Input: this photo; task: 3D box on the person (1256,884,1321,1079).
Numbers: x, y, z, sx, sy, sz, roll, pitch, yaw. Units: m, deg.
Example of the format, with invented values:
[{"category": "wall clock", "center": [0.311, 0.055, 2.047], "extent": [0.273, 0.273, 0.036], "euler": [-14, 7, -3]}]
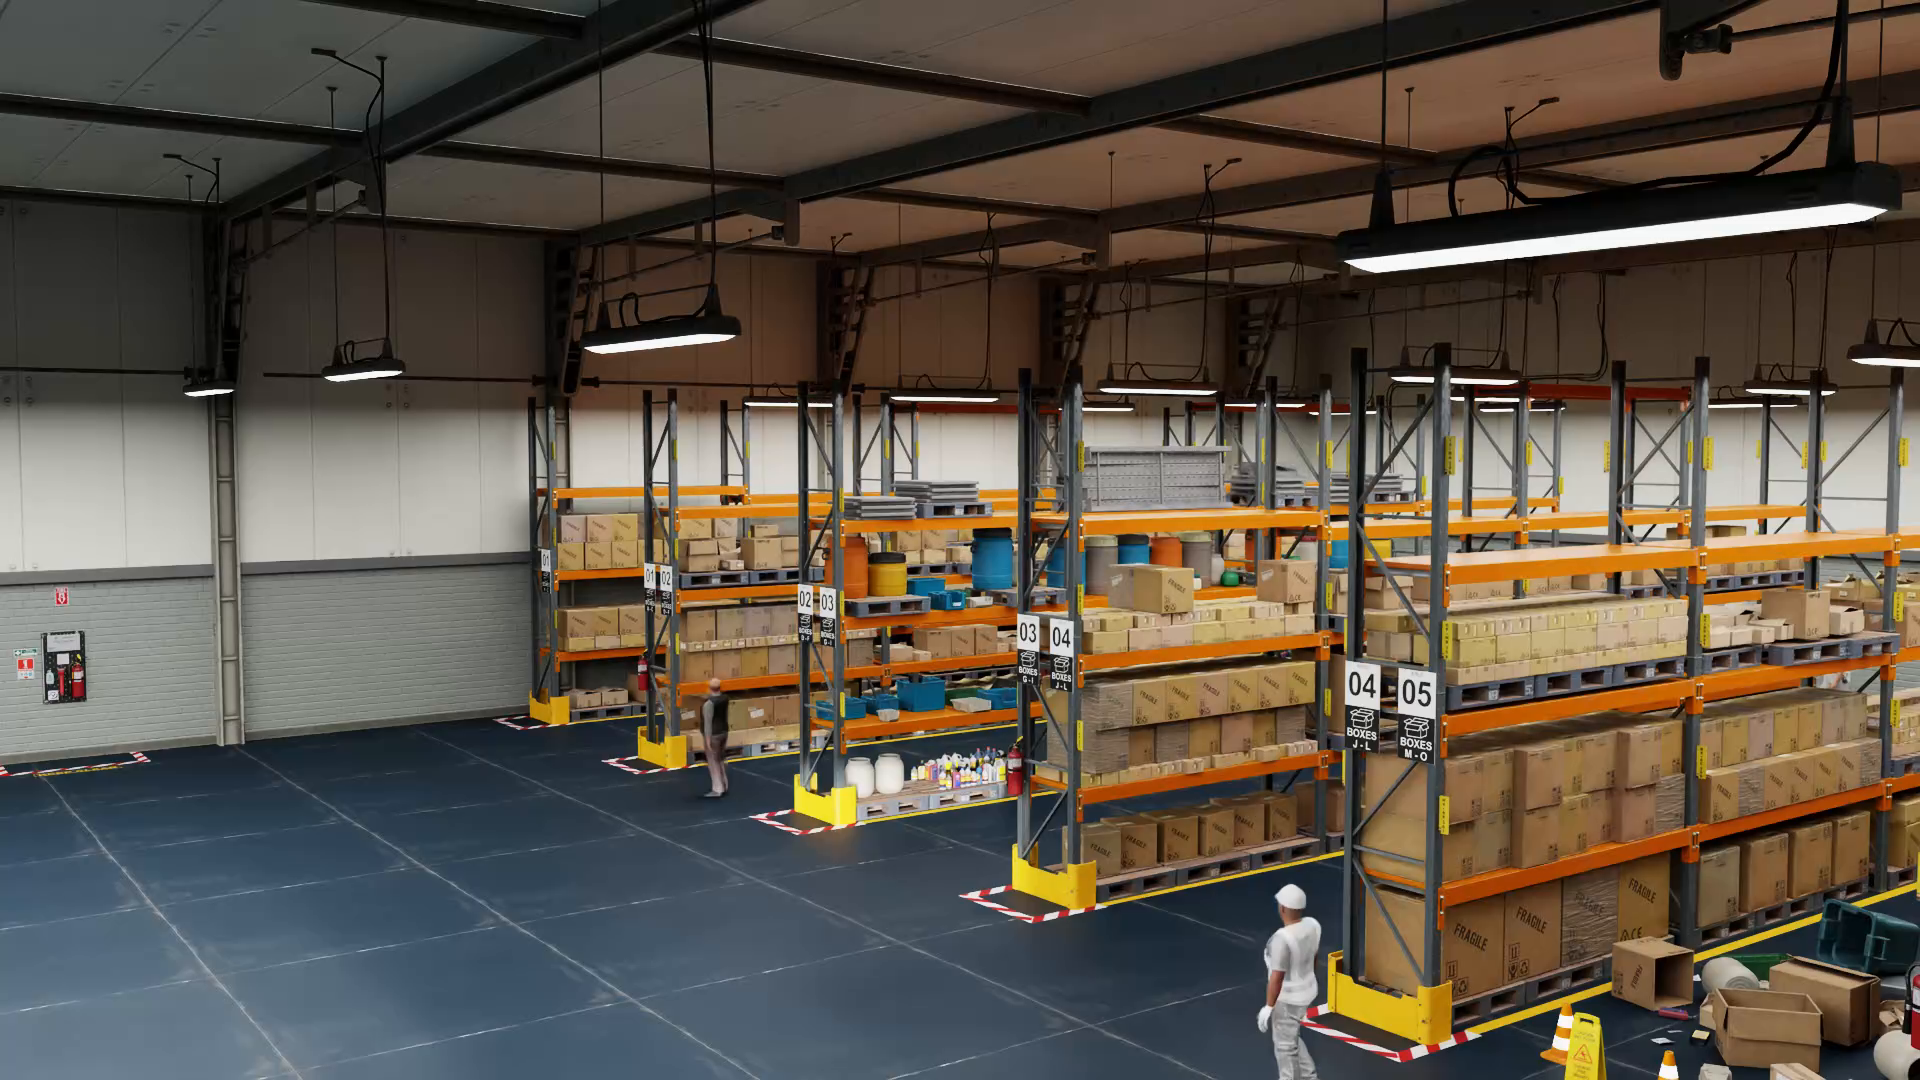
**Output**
[{"category": "person", "center": [2.525, 3.504, 12.703], "extent": [0.396, 1.785, 0.667], "euler": [2, 4, 28]}]

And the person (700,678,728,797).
[{"category": "person", "center": [-3.572, 2.883, 24.251], "extent": [0.387, 1.755, 0.574], "euler": [1, 4, 20]}]

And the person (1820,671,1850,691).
[{"category": "person", "center": [15.783, 2.529, 29.873], "extent": [1.045, 1.717, 0.500], "euler": [-1, 3, -12]}]
